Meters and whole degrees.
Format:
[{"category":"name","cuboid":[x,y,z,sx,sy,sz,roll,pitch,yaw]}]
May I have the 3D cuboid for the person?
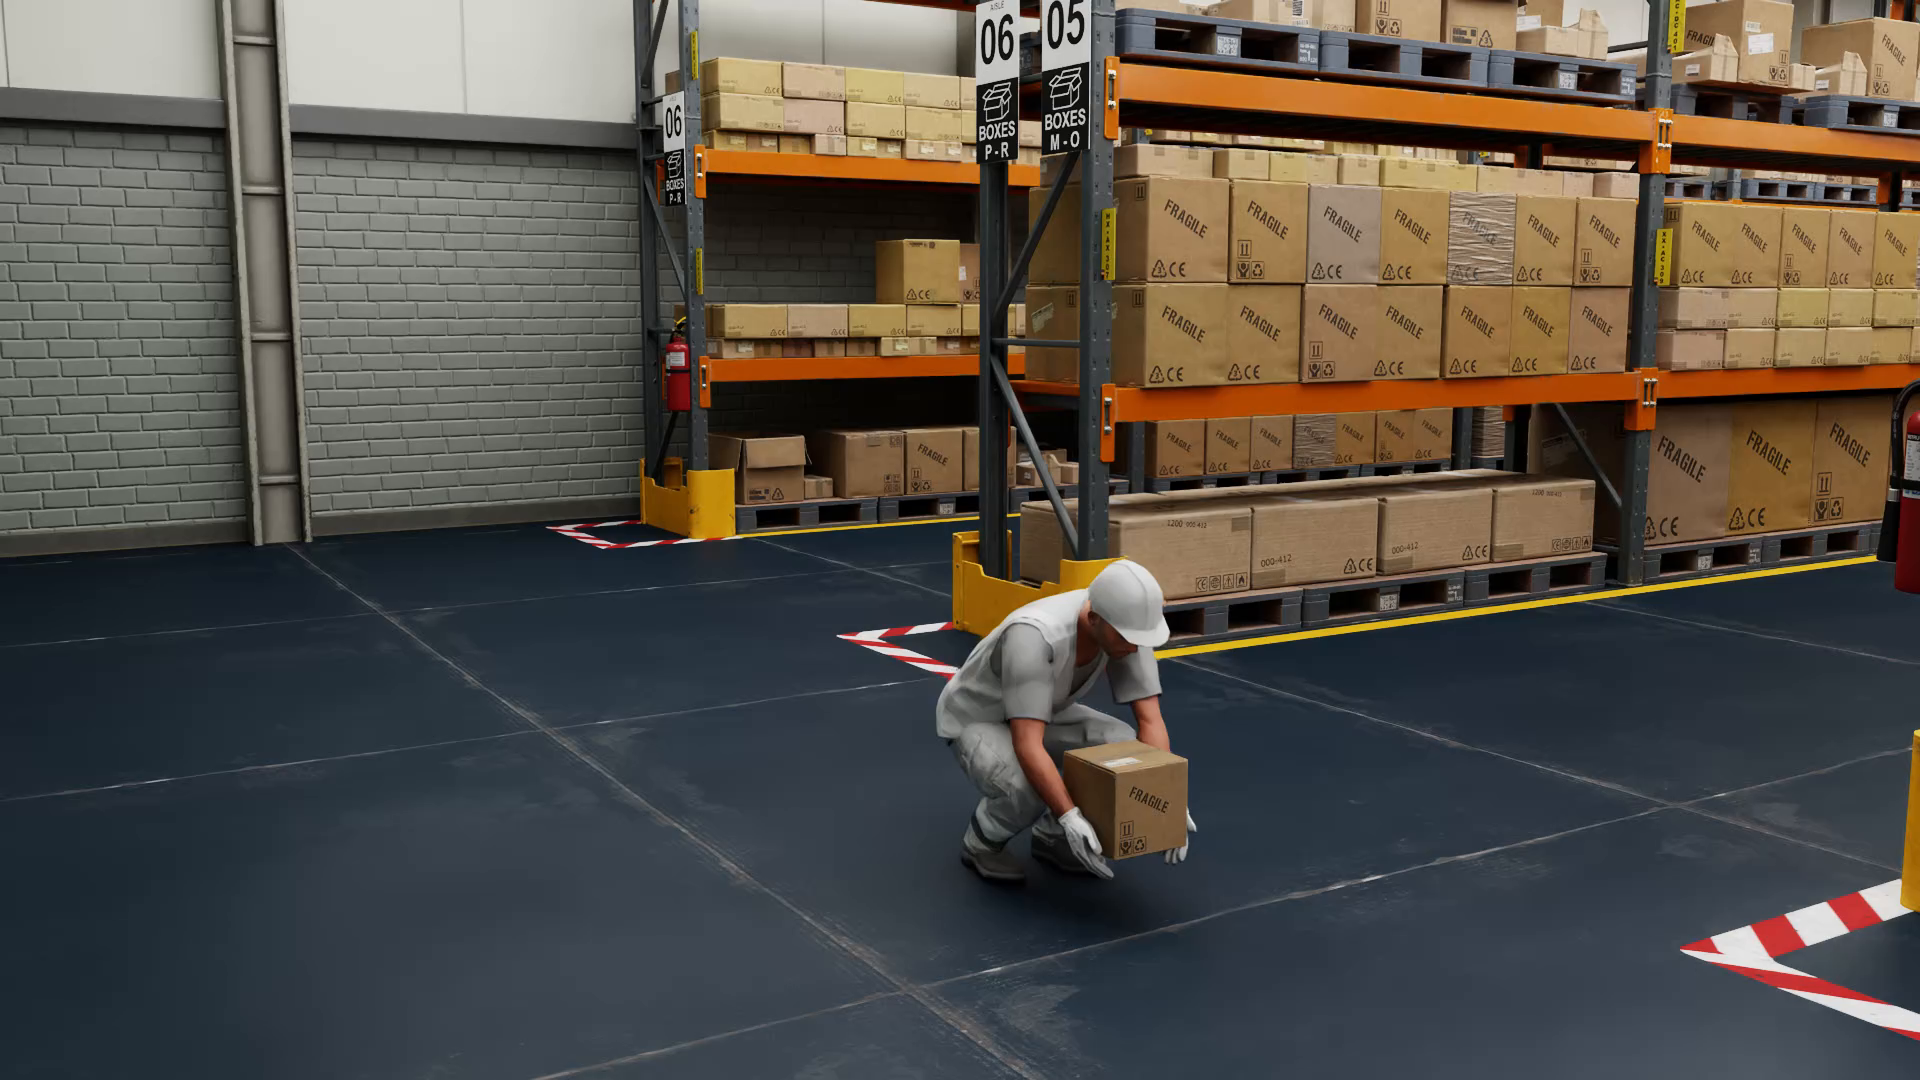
[{"category":"person","cuboid":[0.297,0.521,4.921,0.568,0.993,0.868,-5,9,-31]}]
